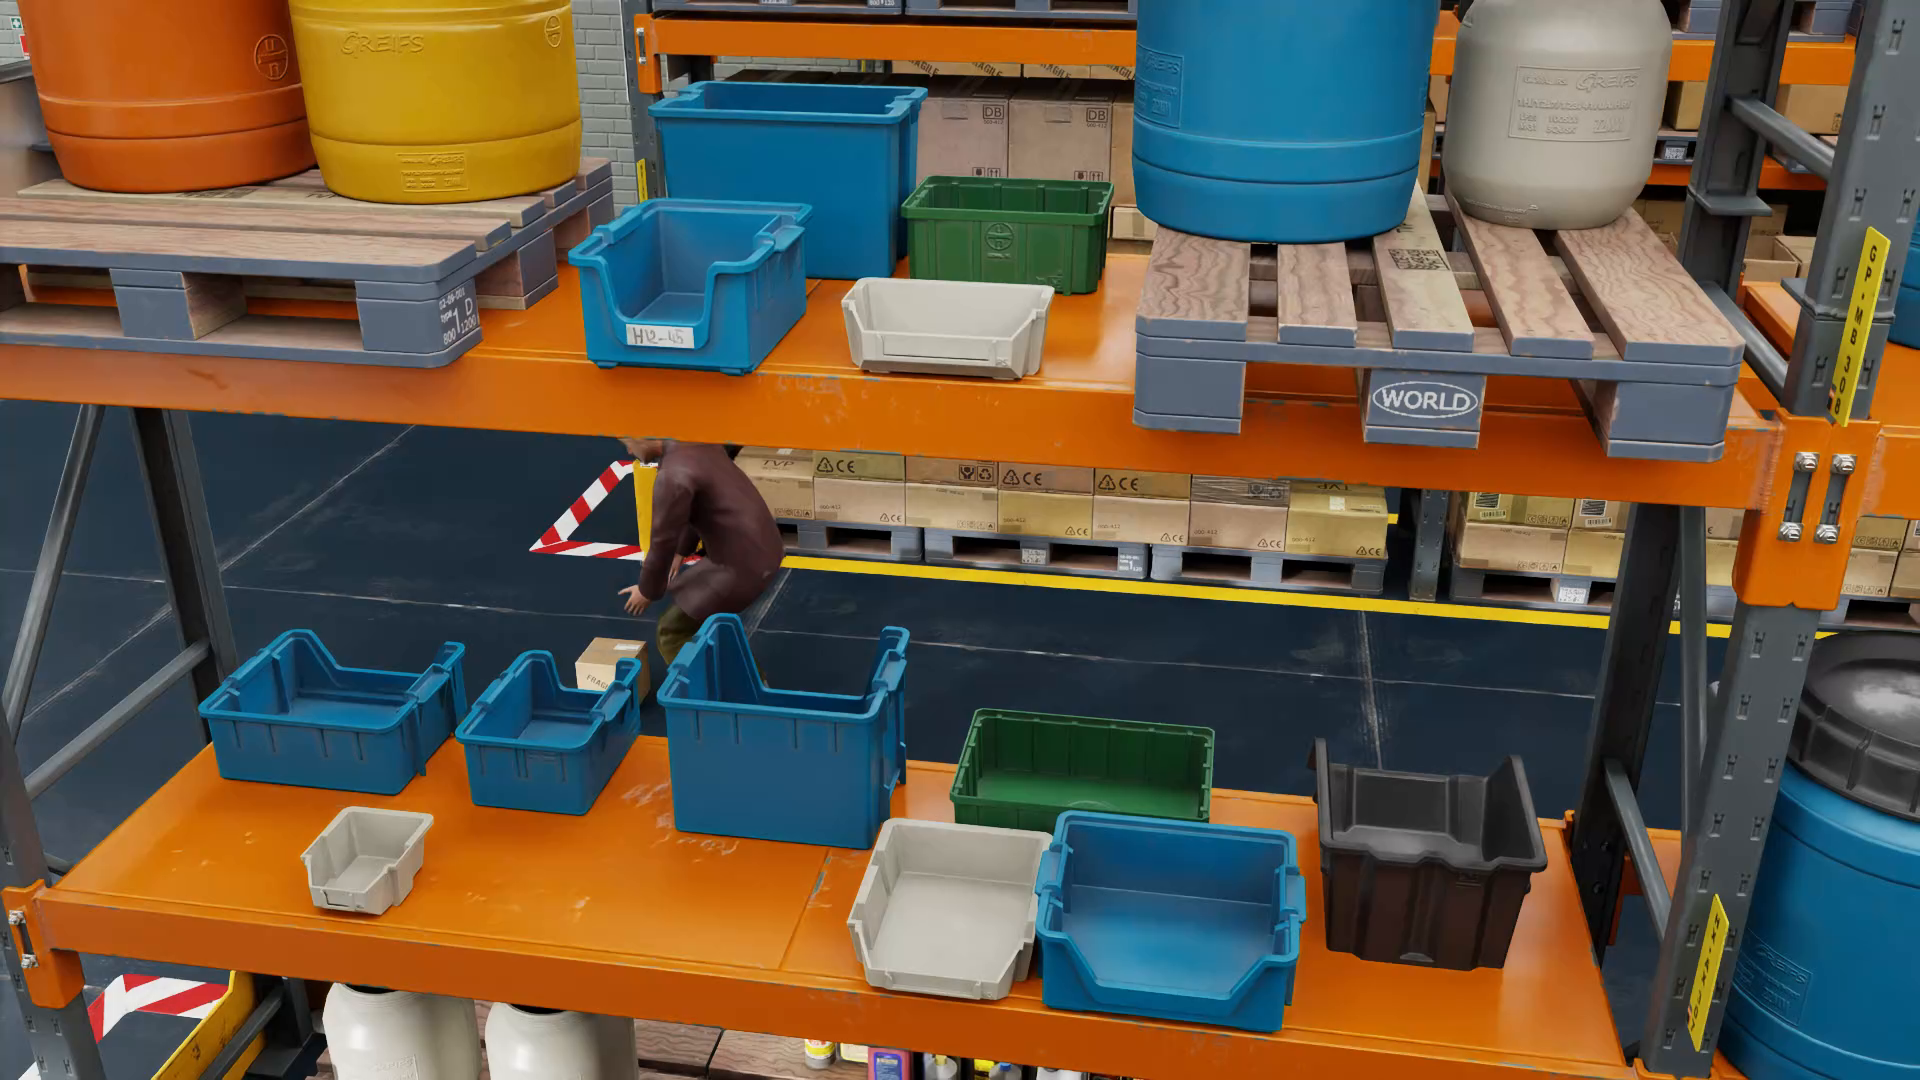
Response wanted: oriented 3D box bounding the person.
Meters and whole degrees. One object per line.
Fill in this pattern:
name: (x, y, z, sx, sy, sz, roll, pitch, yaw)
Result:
person: (-1.118, 0.108, 7.250, 0.680, 1.482, 0.630, 4, 25, 9)
